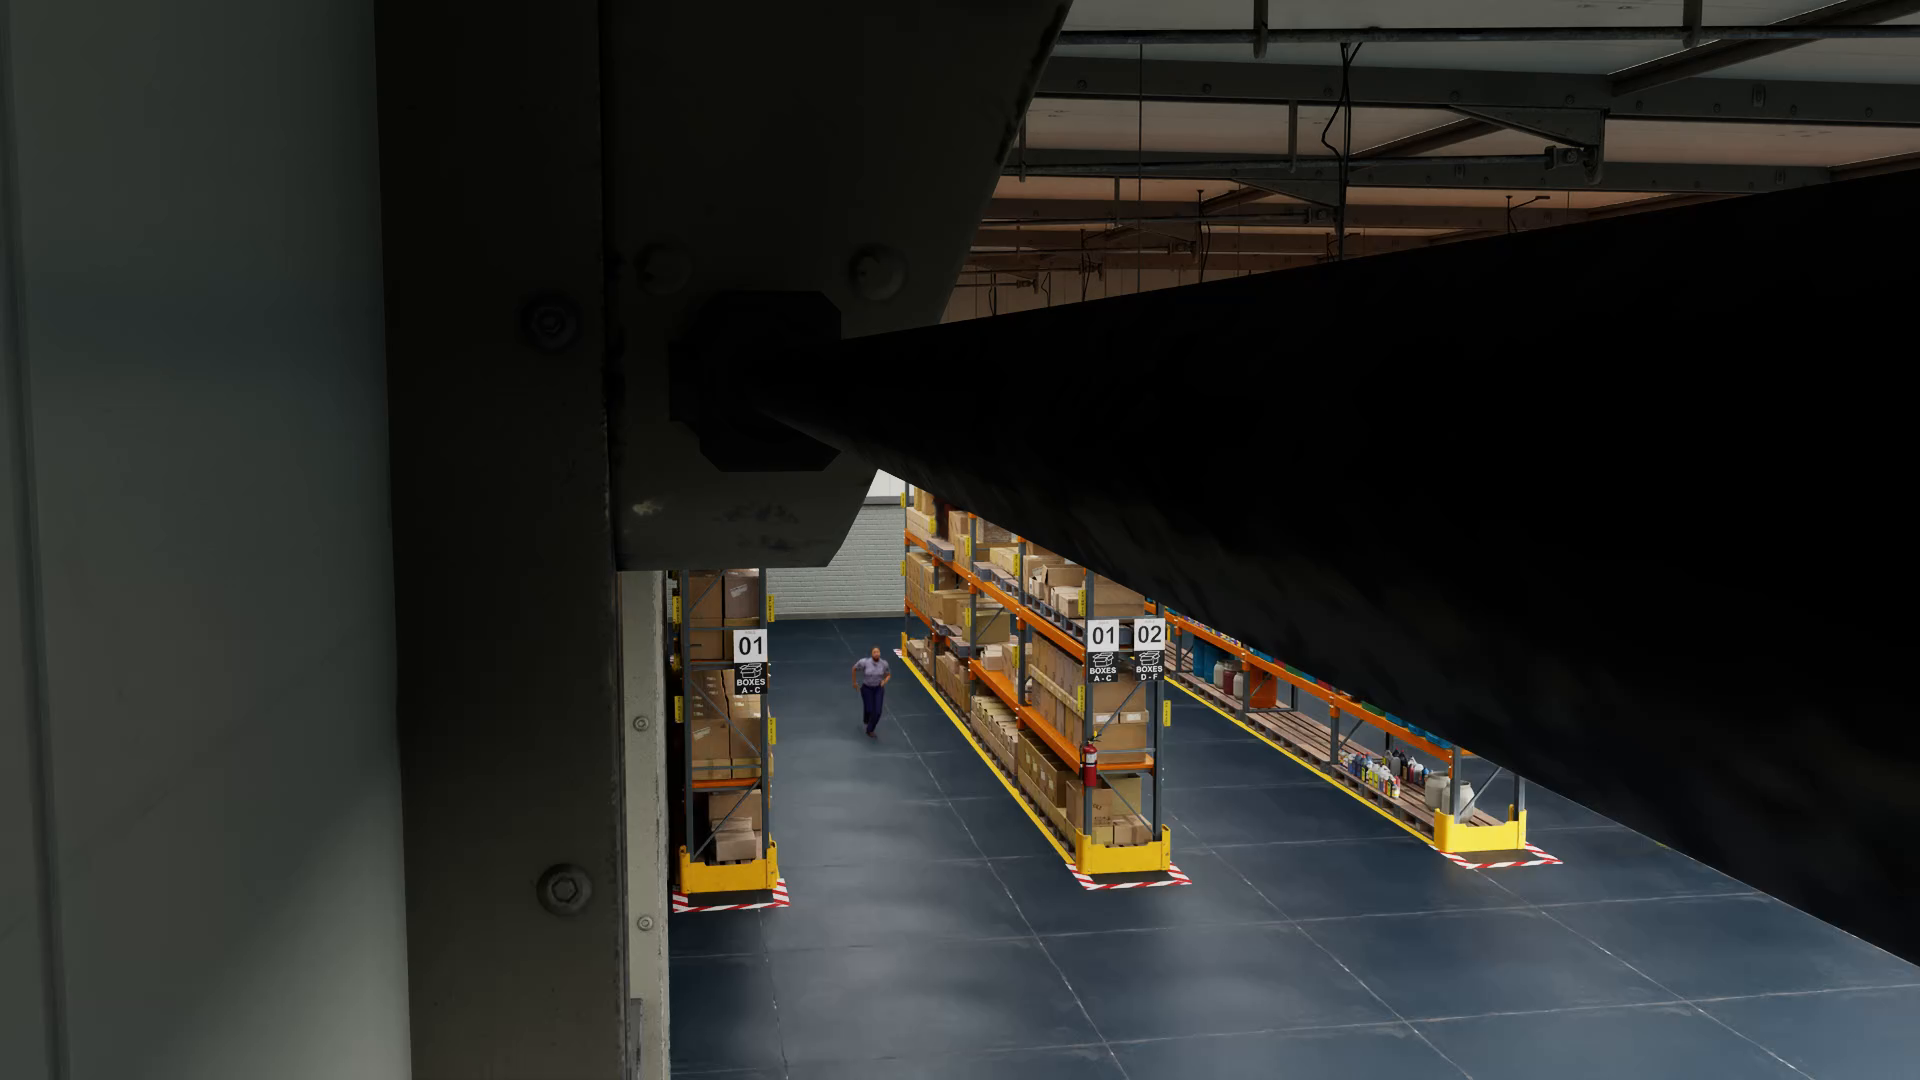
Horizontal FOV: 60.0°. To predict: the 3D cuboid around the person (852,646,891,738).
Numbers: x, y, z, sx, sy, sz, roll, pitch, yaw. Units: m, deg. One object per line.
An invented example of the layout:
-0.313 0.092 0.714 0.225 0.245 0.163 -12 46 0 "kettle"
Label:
-1.492 2.614 28.450 0.645 1.584 0.597 -2 6 -15 "person"
